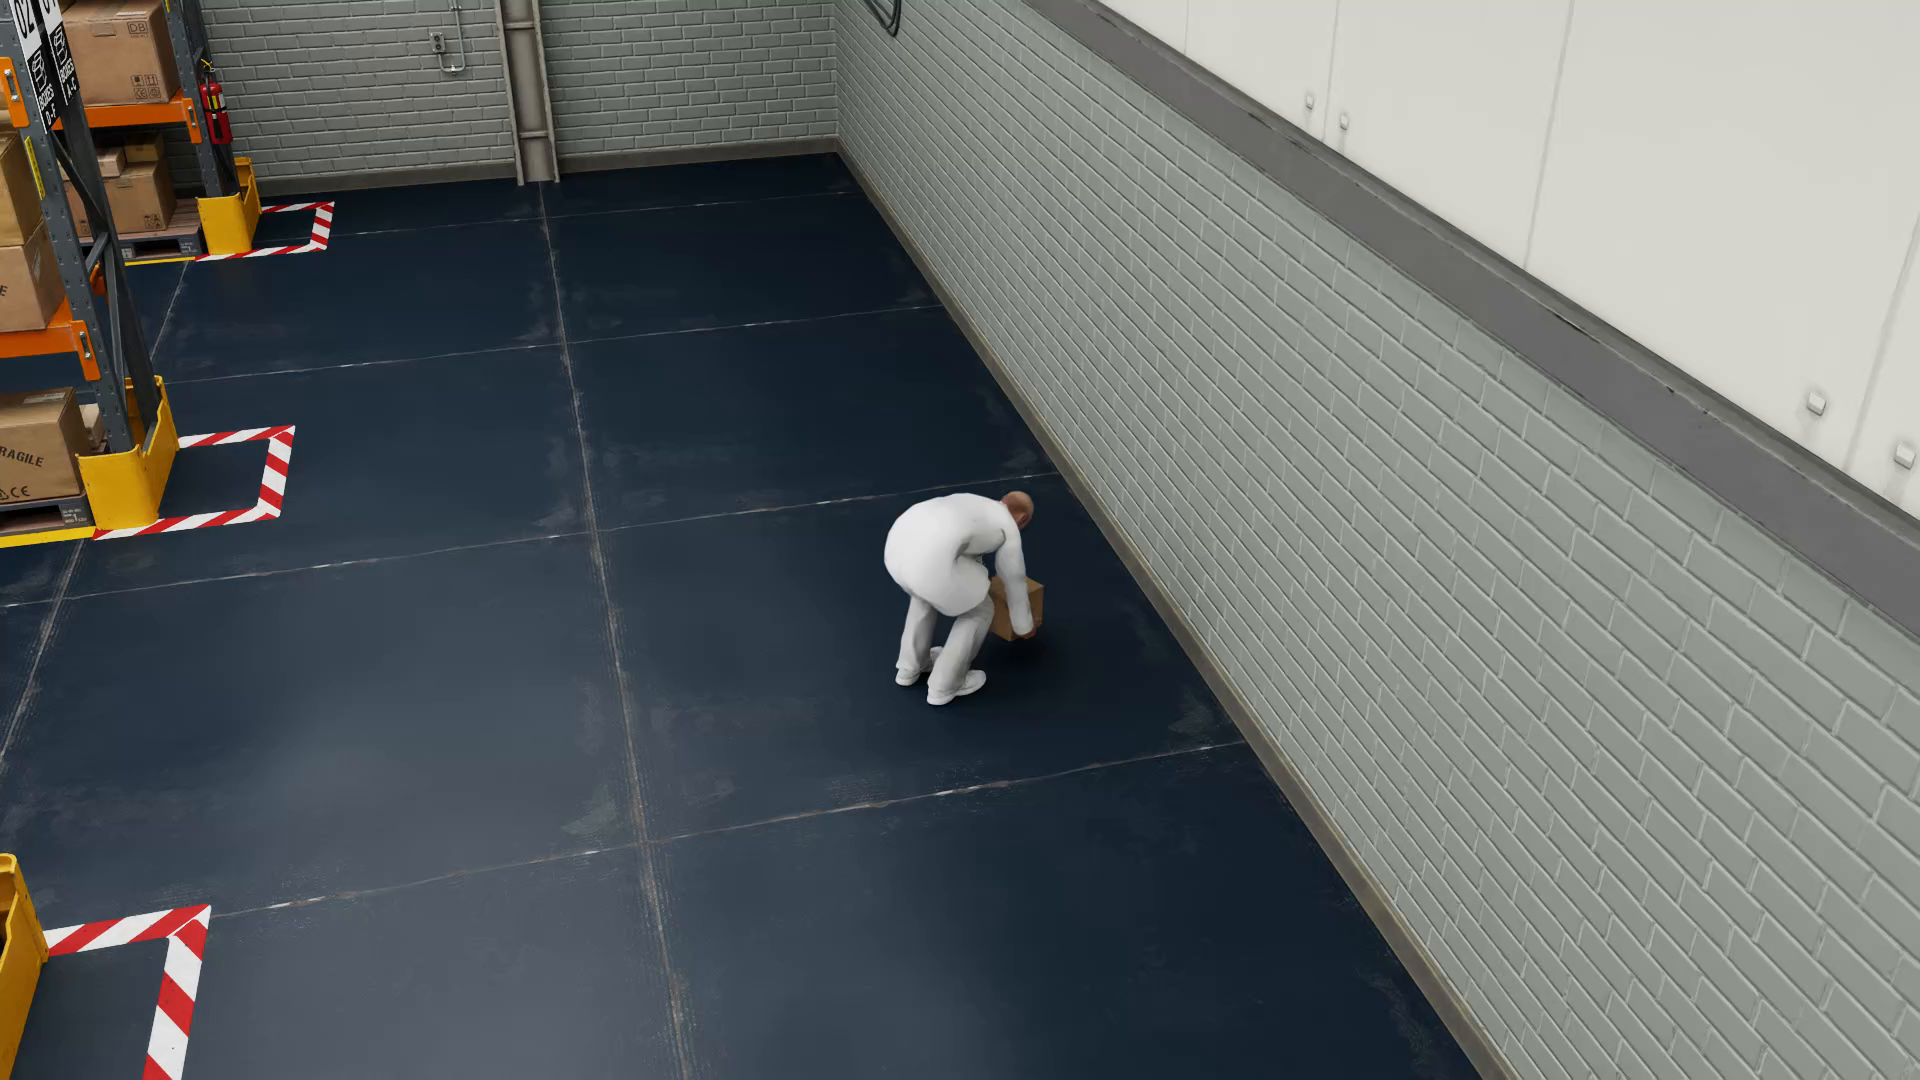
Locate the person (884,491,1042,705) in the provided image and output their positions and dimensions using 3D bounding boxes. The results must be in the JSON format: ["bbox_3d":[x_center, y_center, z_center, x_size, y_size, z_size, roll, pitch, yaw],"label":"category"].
[{"bbox_3d":[0.024,0.219,8.592,0.584,1.065,0.947,25,38,37],"label":"person"}]
